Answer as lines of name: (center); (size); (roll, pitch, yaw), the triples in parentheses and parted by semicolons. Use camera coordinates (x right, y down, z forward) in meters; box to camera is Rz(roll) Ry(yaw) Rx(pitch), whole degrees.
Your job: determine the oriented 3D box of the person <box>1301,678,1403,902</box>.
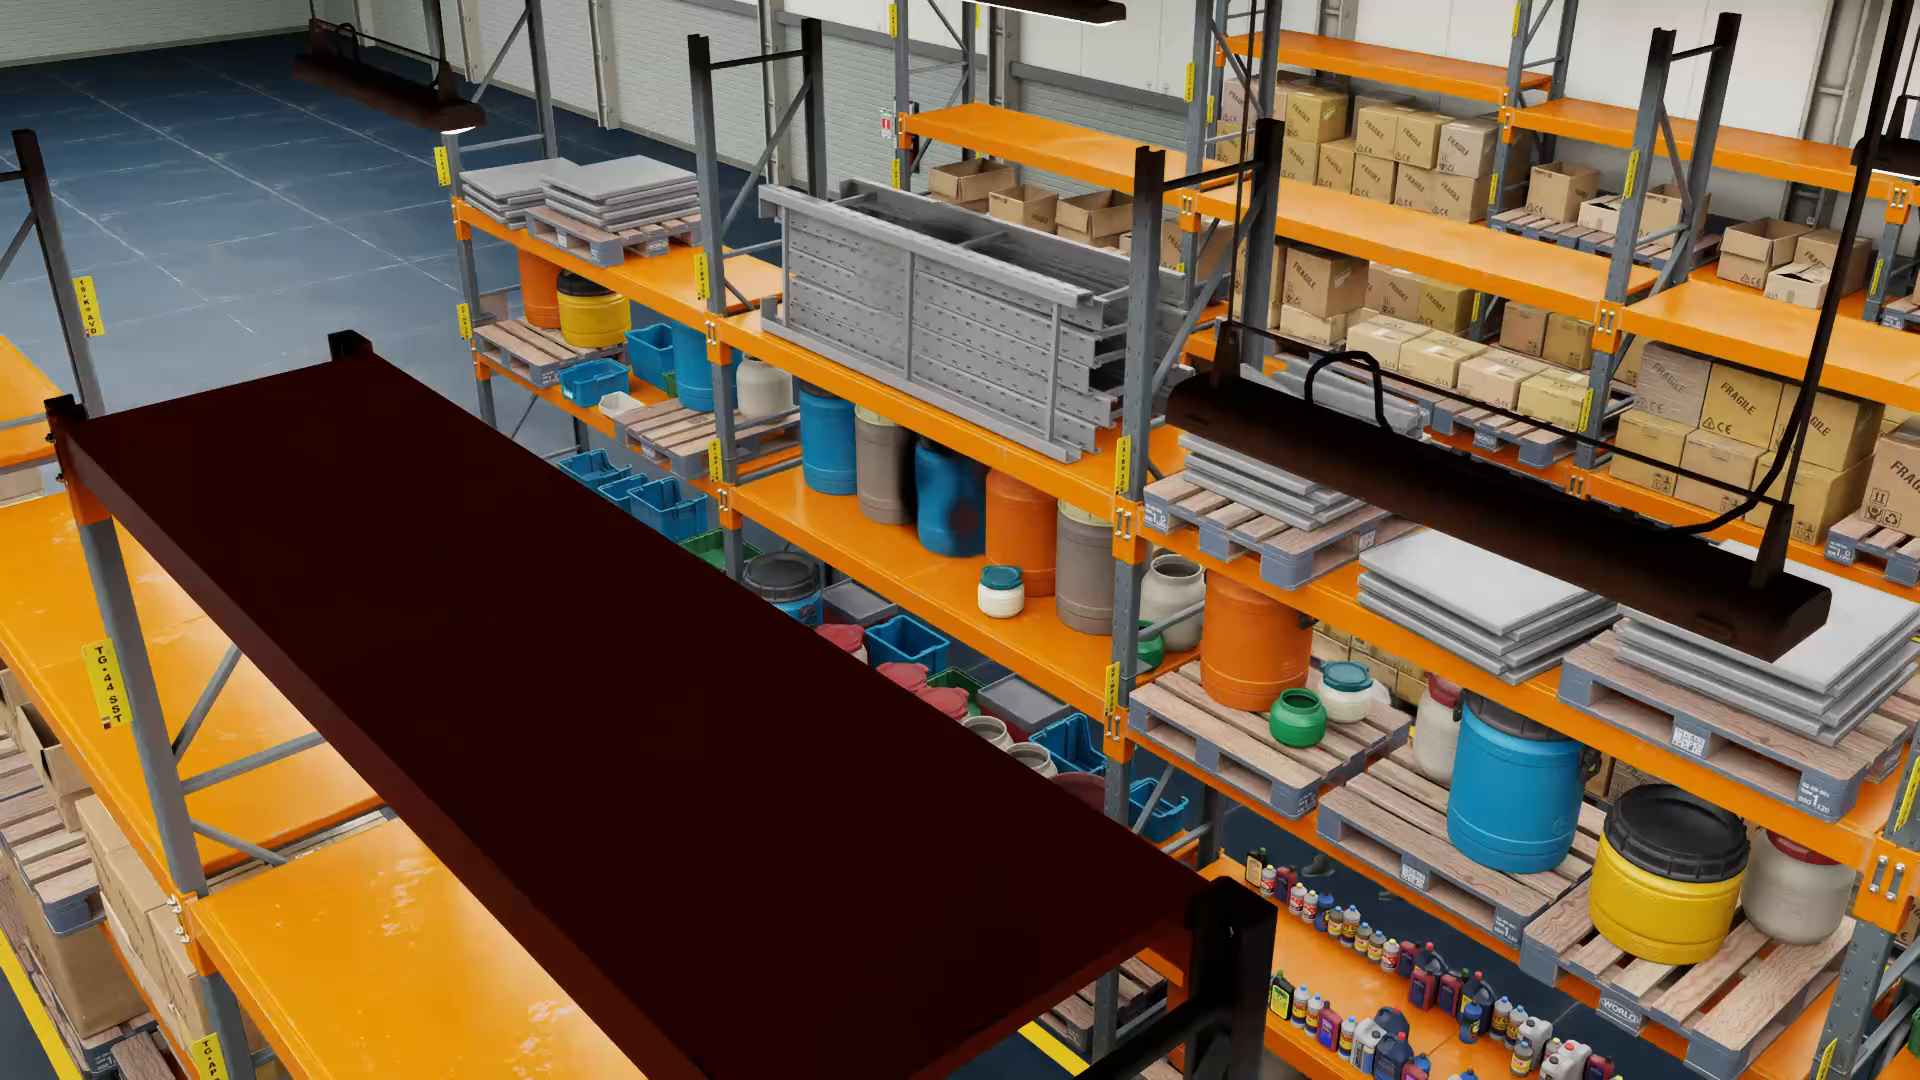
person: (2.808, 1.784, 11.583); (0.578, 1.766, 0.844); (-18, 32, -31)
